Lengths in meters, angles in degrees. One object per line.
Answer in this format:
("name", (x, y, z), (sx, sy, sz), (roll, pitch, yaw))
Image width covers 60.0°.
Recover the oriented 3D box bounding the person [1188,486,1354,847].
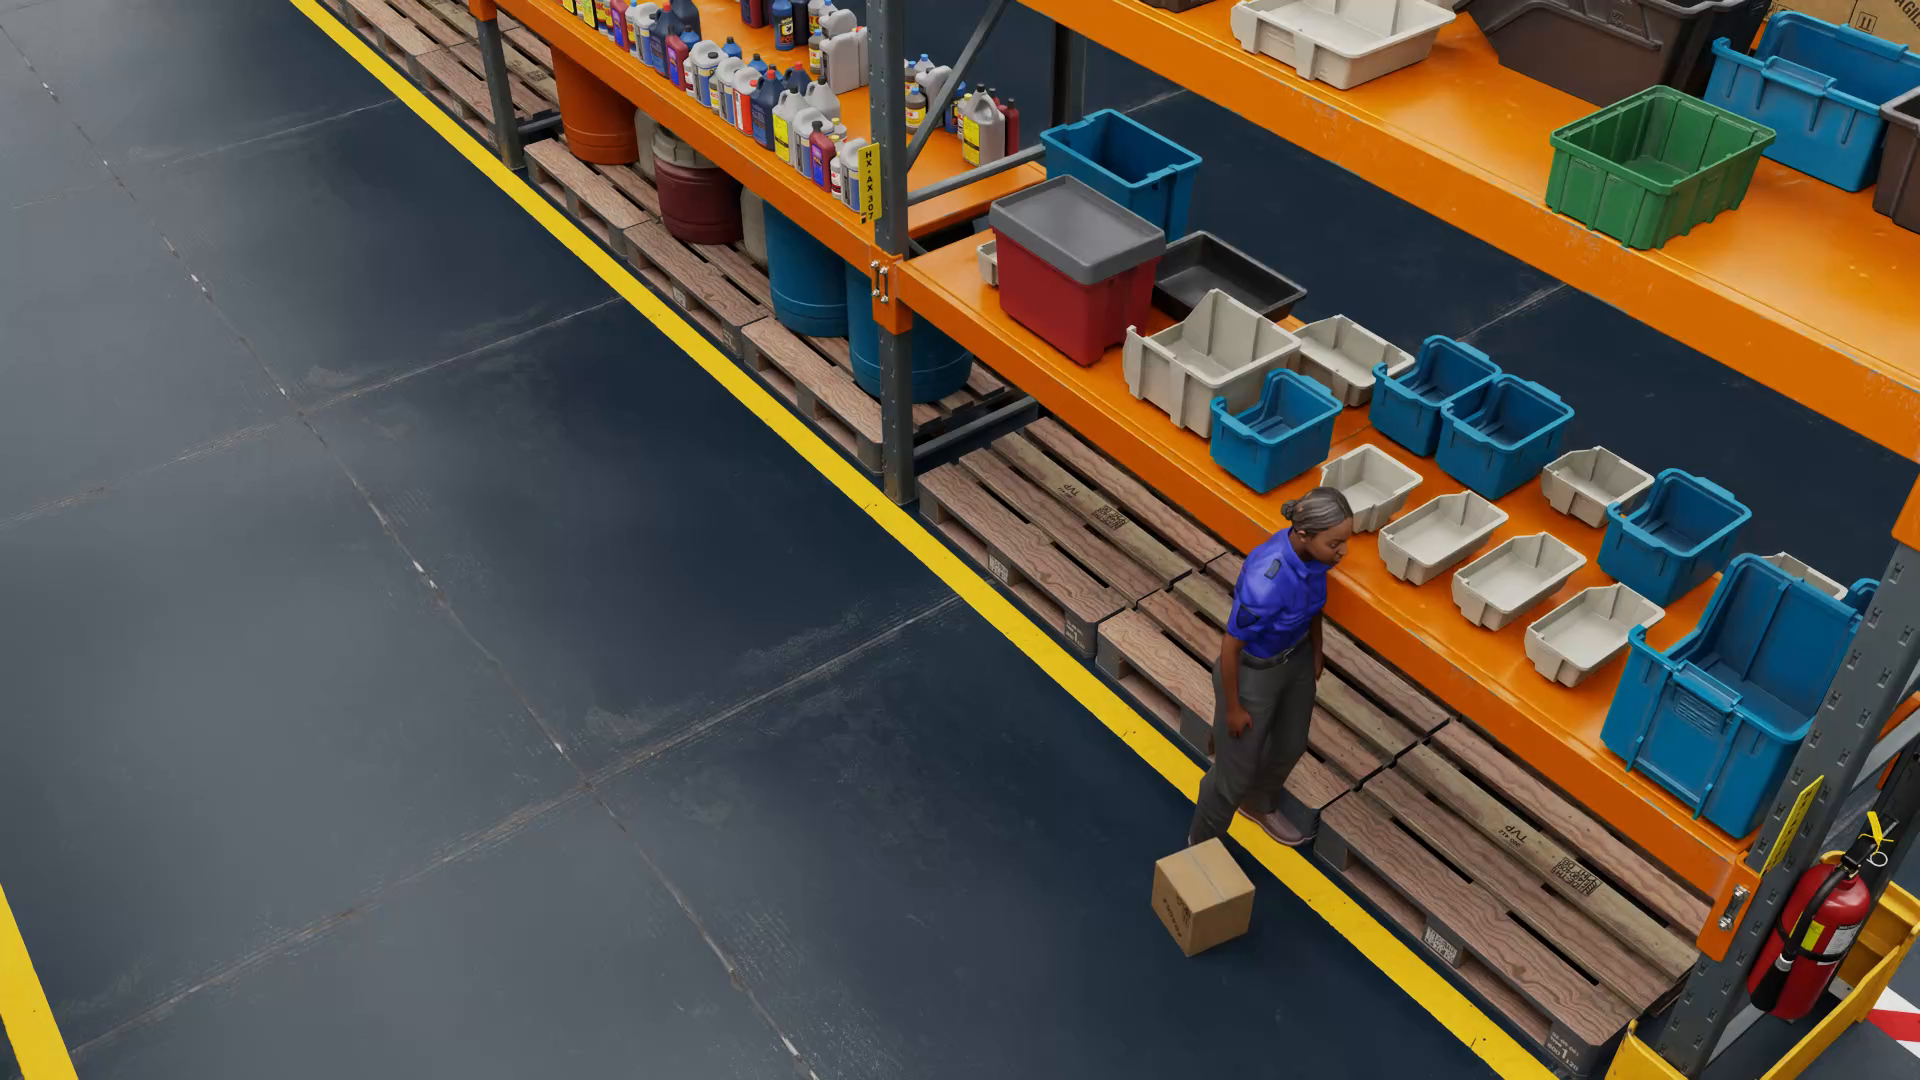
("person", (1.048, 0.468, 5.615), (0.528, 1.653, 0.350), (-30, 49, -30))
